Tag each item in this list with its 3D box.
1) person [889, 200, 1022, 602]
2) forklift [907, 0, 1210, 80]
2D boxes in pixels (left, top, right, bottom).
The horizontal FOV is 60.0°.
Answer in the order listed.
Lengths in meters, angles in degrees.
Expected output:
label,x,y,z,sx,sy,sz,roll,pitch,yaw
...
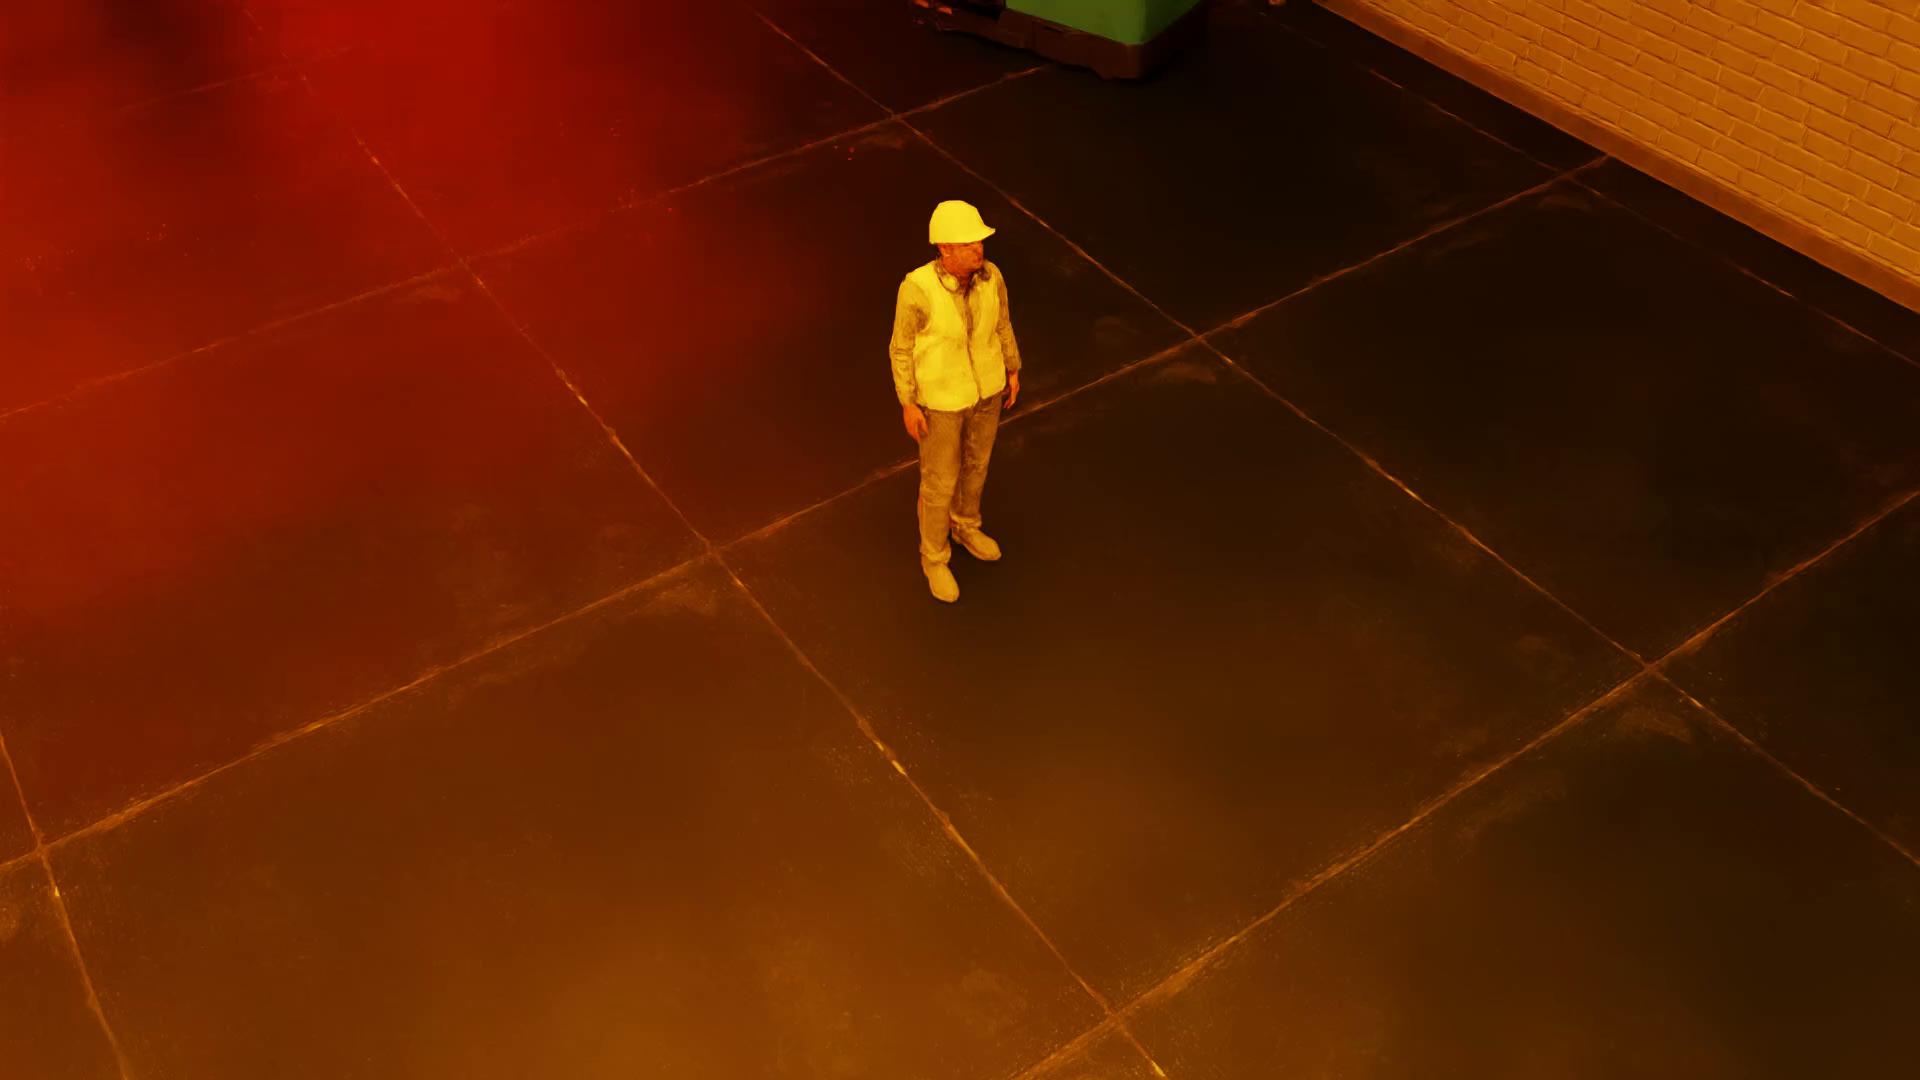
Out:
label,x,y,z,sx,sy,sz,roll,pitch,yaw
person,0.029,-0.620,7.231,0.632,1.773,0.567,-25,48,-25
forklift,0.236,-4.954,11.091,3.031,2.935,1.130,25,48,25
